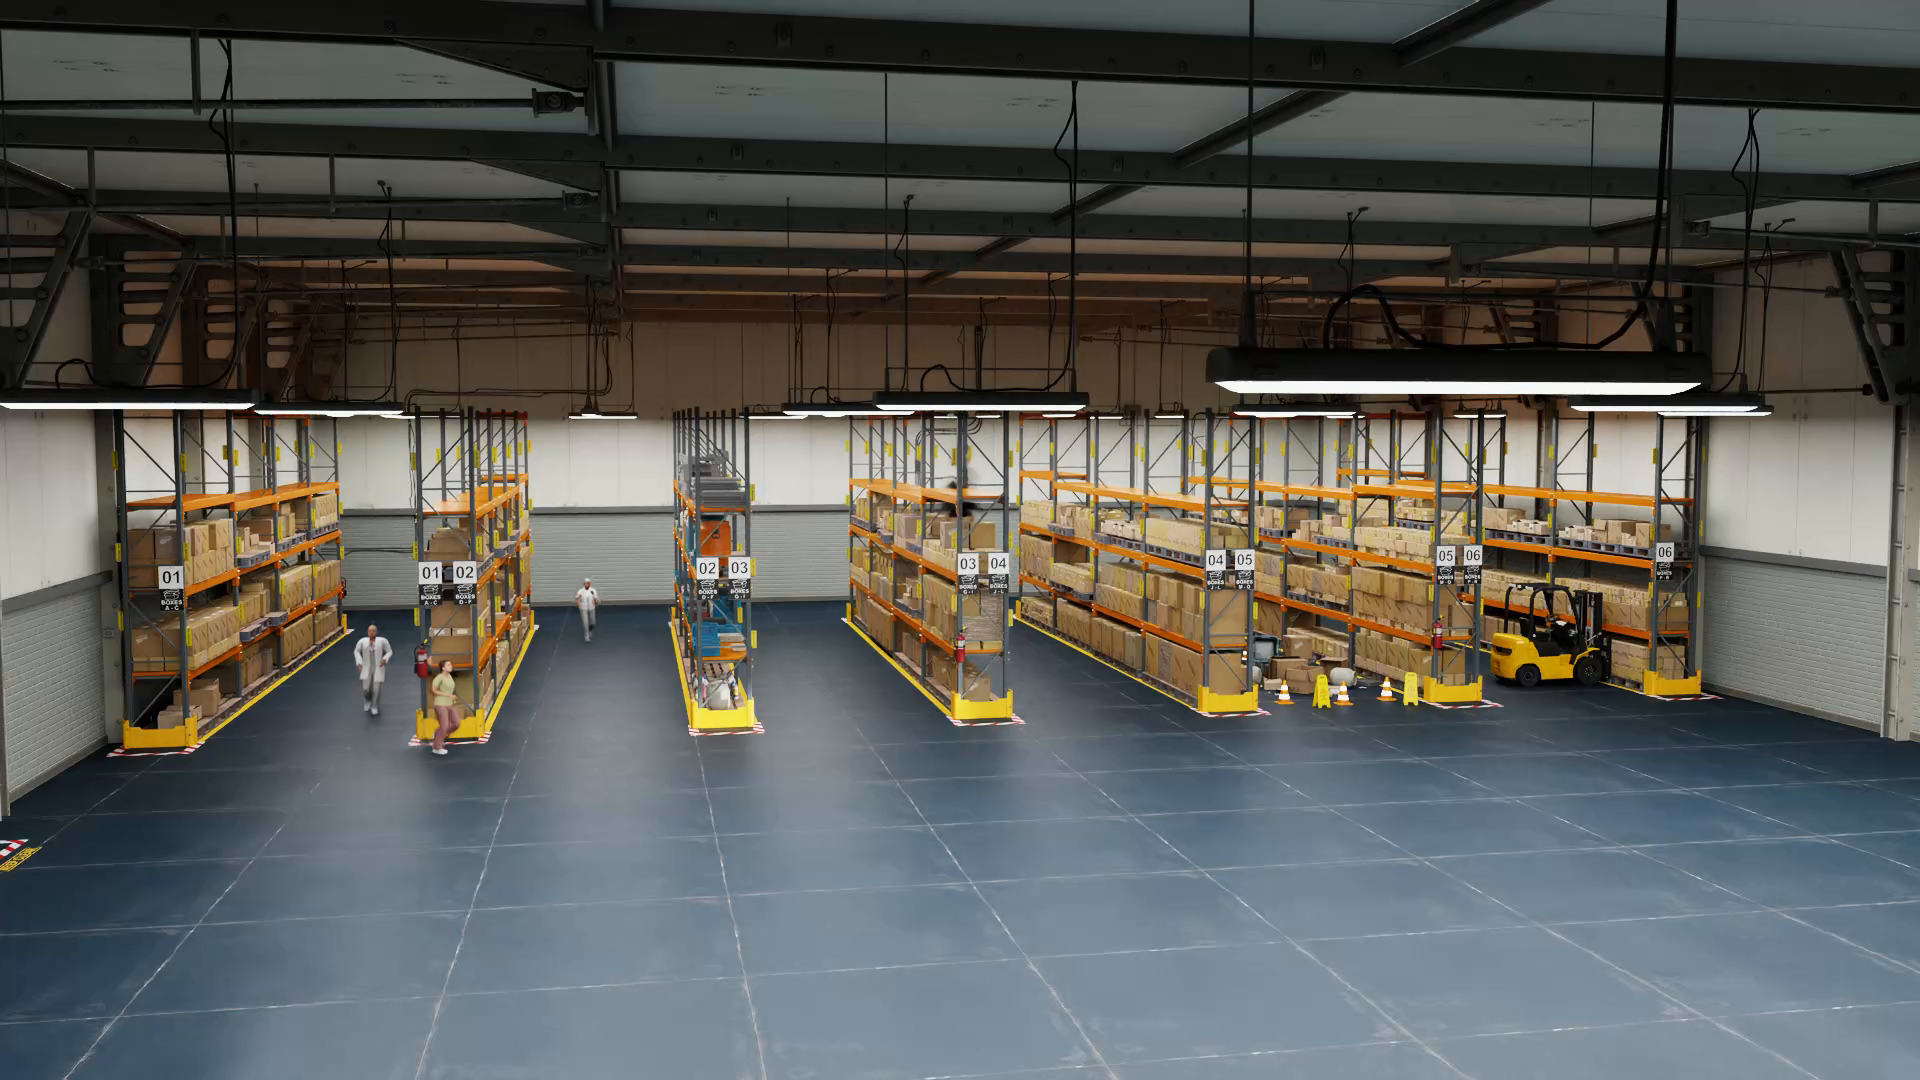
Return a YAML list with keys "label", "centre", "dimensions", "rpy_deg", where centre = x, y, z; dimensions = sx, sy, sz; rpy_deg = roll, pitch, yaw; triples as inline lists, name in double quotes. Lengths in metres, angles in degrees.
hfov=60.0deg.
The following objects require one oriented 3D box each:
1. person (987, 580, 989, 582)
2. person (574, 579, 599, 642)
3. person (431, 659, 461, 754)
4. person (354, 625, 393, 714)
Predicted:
- label: "person"
  centre: [0.949, 1.660, 46.041]
  dimensions: [0.632, 1.608, 0.615]
  rpy_deg: [0, 4, -3]
- label: "person"
  centre: [-9.747, 1.822, 43.460]
  dimensions: [0.615, 1.624, 0.727]
  rpy_deg: [-2, 4, -21]
- label: "person"
  centre: [-8.902, 2.870, 28.798]
  dimensions: [0.569, 1.623, 0.621]
  rpy_deg: [1, 4, 20]
- label: "person"
  centre: [-11.471, 2.539, 32.523]
  dimensions: [0.722, 1.746, 0.628]
  rpy_deg: [-1, 4, -15]
